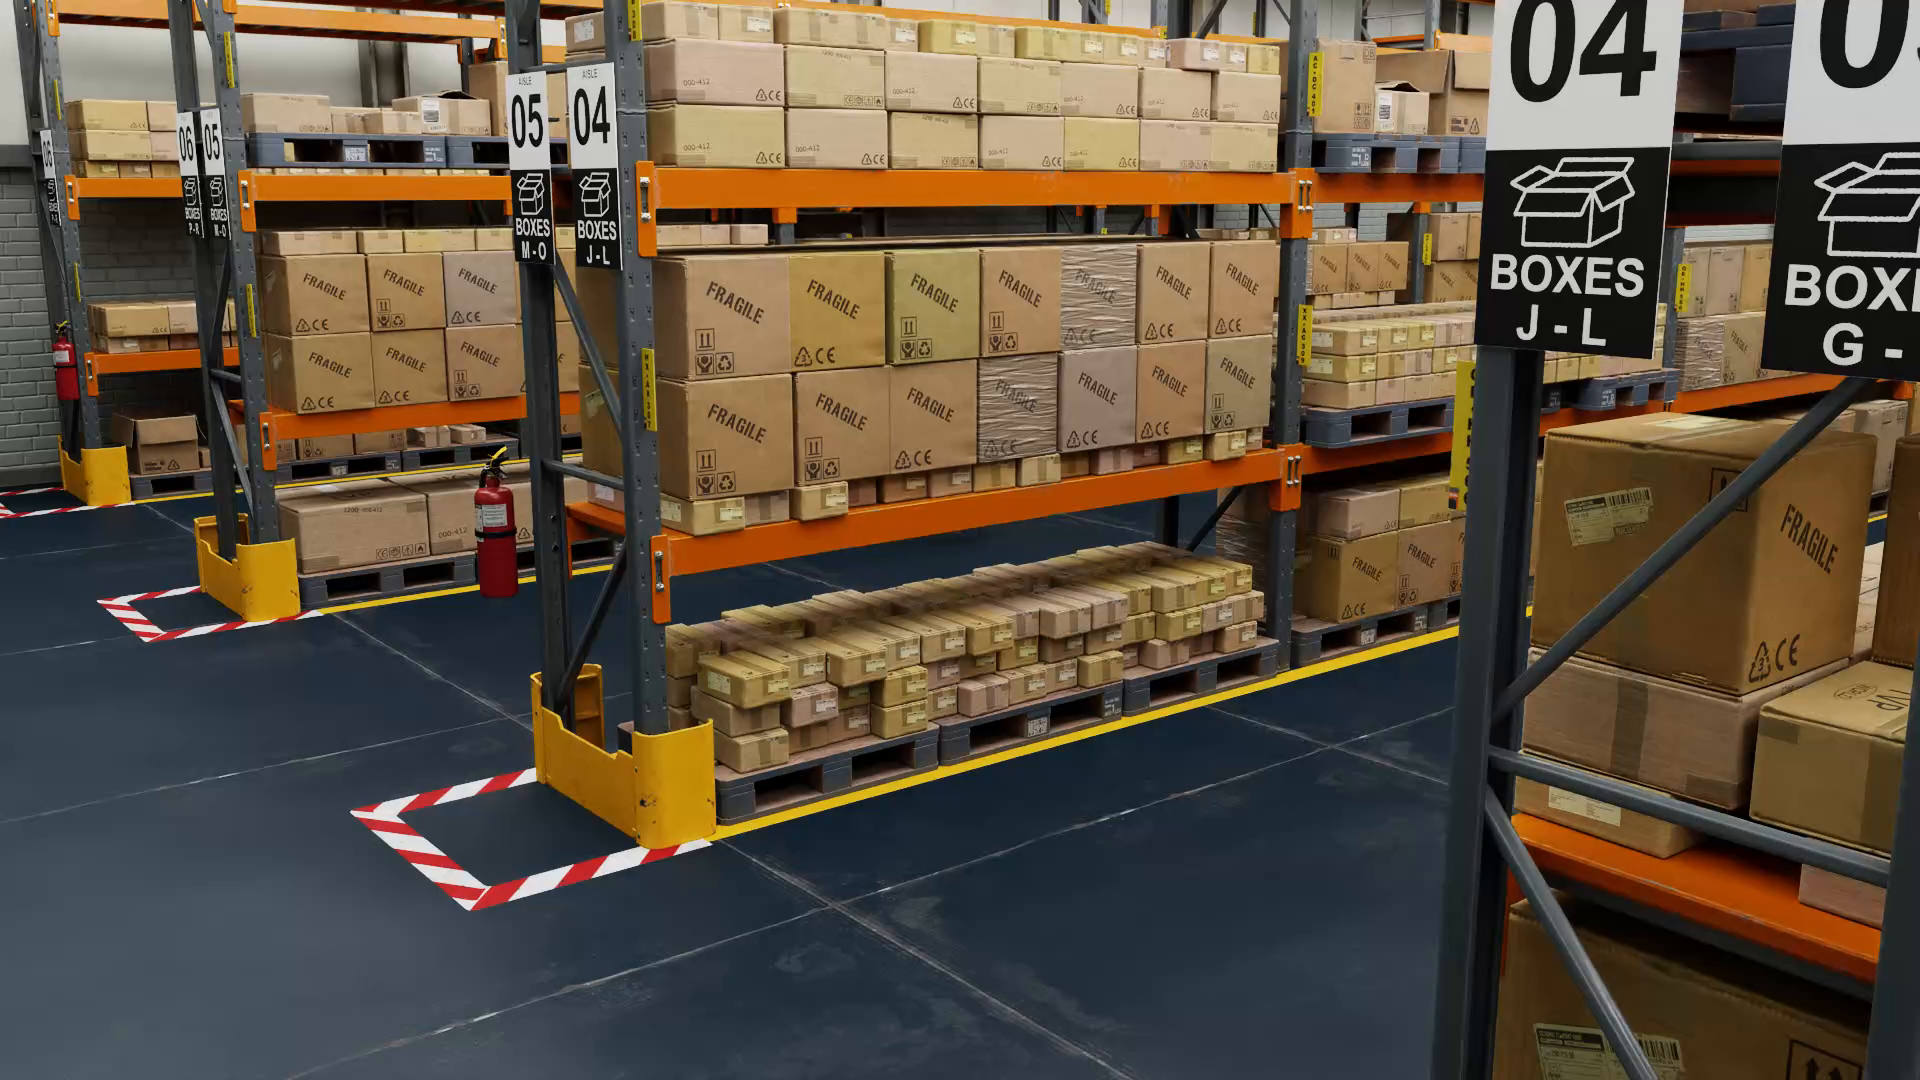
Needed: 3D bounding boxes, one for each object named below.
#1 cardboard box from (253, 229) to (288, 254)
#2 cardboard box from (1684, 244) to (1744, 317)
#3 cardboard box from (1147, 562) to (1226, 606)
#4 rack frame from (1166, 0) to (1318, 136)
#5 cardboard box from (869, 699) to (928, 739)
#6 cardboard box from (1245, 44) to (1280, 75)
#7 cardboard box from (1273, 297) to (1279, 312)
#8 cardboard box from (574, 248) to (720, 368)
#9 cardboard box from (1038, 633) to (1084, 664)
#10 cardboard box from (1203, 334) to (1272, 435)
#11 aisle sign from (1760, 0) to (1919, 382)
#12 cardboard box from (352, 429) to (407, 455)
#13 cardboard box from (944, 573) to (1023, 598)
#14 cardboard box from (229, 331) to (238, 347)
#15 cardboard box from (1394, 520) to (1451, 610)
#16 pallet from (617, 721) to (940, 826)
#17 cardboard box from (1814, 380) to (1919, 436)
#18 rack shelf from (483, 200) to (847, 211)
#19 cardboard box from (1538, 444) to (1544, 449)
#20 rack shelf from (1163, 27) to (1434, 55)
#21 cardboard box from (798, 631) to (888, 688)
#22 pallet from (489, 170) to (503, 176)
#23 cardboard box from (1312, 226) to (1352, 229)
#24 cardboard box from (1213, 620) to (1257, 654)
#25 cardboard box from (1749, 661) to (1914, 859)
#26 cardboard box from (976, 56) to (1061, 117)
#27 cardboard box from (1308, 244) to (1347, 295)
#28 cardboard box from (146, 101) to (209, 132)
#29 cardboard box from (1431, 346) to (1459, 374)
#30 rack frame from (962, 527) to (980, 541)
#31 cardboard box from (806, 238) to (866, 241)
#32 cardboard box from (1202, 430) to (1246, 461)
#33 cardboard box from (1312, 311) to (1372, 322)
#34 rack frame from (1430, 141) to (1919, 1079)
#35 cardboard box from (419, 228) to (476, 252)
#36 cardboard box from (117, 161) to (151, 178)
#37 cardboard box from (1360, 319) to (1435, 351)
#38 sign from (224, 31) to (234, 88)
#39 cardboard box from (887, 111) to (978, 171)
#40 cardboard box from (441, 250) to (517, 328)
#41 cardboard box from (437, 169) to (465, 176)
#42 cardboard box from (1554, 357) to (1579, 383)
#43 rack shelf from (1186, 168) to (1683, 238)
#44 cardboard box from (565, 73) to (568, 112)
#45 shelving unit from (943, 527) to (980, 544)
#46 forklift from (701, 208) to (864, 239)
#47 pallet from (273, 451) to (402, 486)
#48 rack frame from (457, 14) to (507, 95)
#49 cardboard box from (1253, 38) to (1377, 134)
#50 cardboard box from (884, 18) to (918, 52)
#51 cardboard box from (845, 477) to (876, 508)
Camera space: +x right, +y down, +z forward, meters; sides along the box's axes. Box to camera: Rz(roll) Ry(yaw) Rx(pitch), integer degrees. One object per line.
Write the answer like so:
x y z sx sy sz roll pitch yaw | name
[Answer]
-4.601 -1.990 11.069 0.250 0.149 0.380 -9 15 -37 | cardboard box
5.413 -1.964 12.510 0.500 0.500 0.700 -10 15 -38 | cardboard box
1.249 0.241 9.191 0.250 0.149 0.380 -9 15 -37 | cardboard box
1.539 -3.719 8.980 0.127 3.000 1.000 -9 15 -38 | rack frame
-0.365 0.811 7.939 0.250 0.149 0.380 -9 15 -37 | cardboard box
1.465 -2.533 8.814 0.250 0.149 0.380 -10 16 -40 | cardboard box
3.153 -2.390 16.756 0.250 0.149 0.380 -9 15 -36 | cardboard box
-1.383 -1.049 7.483 0.500 0.500 0.500 -10 15 -39 | cardboard box
0.424 0.510 8.640 0.250 0.149 0.380 -10 16 -40 | cardboard box
1.337 -0.871 9.050 0.500 0.500 0.500 -9 15 -38 | cardboard box
1.566 -0.662 2.765 0.004 0.787 0.394 -9 15 -38 | aisle sign
-5.821 -1.146 16.312 0.500 0.500 0.700 -10 16 -40 | cardboard box
0.121 0.297 8.927 0.250 0.149 0.380 -10 16 -40 | cardboard box
-6.639 -1.874 15.337 0.250 0.149 0.380 -9 15 -37 | cardboard box
2.693 0.111 10.393 0.500 0.500 0.500 -9 15 -35 | cardboard box
-0.869 0.989 7.964 1.213 0.211 1.003 -9 15 -38 | pallet
8.320 -1.059 15.000 0.875 0.875 0.875 -9 15 -37 | cardboard box
-3.175 -3.754 18.097 4.000 0.370 1.077 -9 15 -38 | rack shelf
4.292 -0.522 11.567 0.500 0.250 0.500 -10 15 -39 | cardboard box
3.052 -4.740 16.482 4.000 0.370 1.077 -9 15 -38 | rack shelf
-0.547 0.552 7.727 0.250 0.149 0.380 -9 15 -38 | cardboard box
-4.183 -3.828 17.164 1.003 0.211 1.213 -9 15 -38 | pallet
4.026 -3.326 18.041 0.250 0.149 0.380 -10 15 -38 | cardboard box
1.445 0.510 9.356 0.250 0.149 0.380 -9 15 -37 | cardboard box
1.978 0.461 3.380 0.500 0.250 0.500 -10 16 -39 | cardboard box
0.123 -2.116 7.810 0.500 0.250 0.500 -10 16 -40 | cardboard box
3.604 -2.785 17.054 0.500 0.500 0.500 -9 15 -36 | cardboard box
-6.948 -3.724 14.664 0.500 0.250 0.500 -10 15 -38 | cardboard box
2.739 -1.091 9.921 0.250 0.149 0.380 -10 16 -40 | cardboard box
0.083 -0.601 13.069 0.006 1.200 0.240 -9 15 -38 | rack frame
-1.041 -2.280 13.995 0.500 0.500 0.500 -9 15 -37 | cardboard box
1.329 -0.536 9.035 0.250 0.149 0.380 -10 16 -39 | cardboard box
2.347 -1.344 10.400 0.250 0.149 0.380 -9 15 -38 | cardboard box
1.435 0.552 3.308 0.127 3.000 1.000 -9 15 -38 | rack frame
-3.505 -2.052 11.363 0.250 0.149 0.380 -9 15 -37 | cardboard box
-7.277 -3.246 14.579 0.250 0.149 0.380 -9 15 -37 | cardboard box
2.549 -1.205 9.743 0.250 0.149 0.380 -9 15 -37 | cardboard box
-4.414 -2.898 10.040 0.005 0.325 0.100 -9 15 -38 | sign
-0.267 -1.813 7.585 0.500 0.250 0.500 -10 16 -39 | cardboard box
-3.407 -1.746 11.481 0.500 0.500 0.500 -10 15 -38 | cardboard box
-5.026 -3.598 16.233 0.250 0.149 0.380 -9 15 -38 | cardboard box
3.762 -1.116 10.754 0.250 0.149 0.380 -10 16 -40 | cardboard box
3.100 -2.160 10.588 4.000 0.370 1.077 -9 15 -38 | rack shelf
-2.666 -3.166 12.097 0.637 0.503 0.797 -8 14 -33 | cardboard box
0.011 -0.589 13.013 0.189 1.200 0.258 -9 15 -38 | shelving unit
-1.555 -1.995 15.466 3.031 2.935 1.130 -9 15 -38 | forklift
-6.227 -0.767 16.233 1.213 0.211 1.003 -9 15 -38 | pallet
-4.736 -5.314 16.488 0.127 3.000 1.000 -9 15 -38 | rack frame
1.903 -2.538 9.385 0.500 0.500 0.700 -9 15 -38 | cardboard box
-0.397 -2.240 7.432 0.250 0.149 0.380 -9 15 -36 | cardboard box
-0.594 -0.254 7.706 0.250 0.149 0.380 -9 15 -35 | cardboard box
